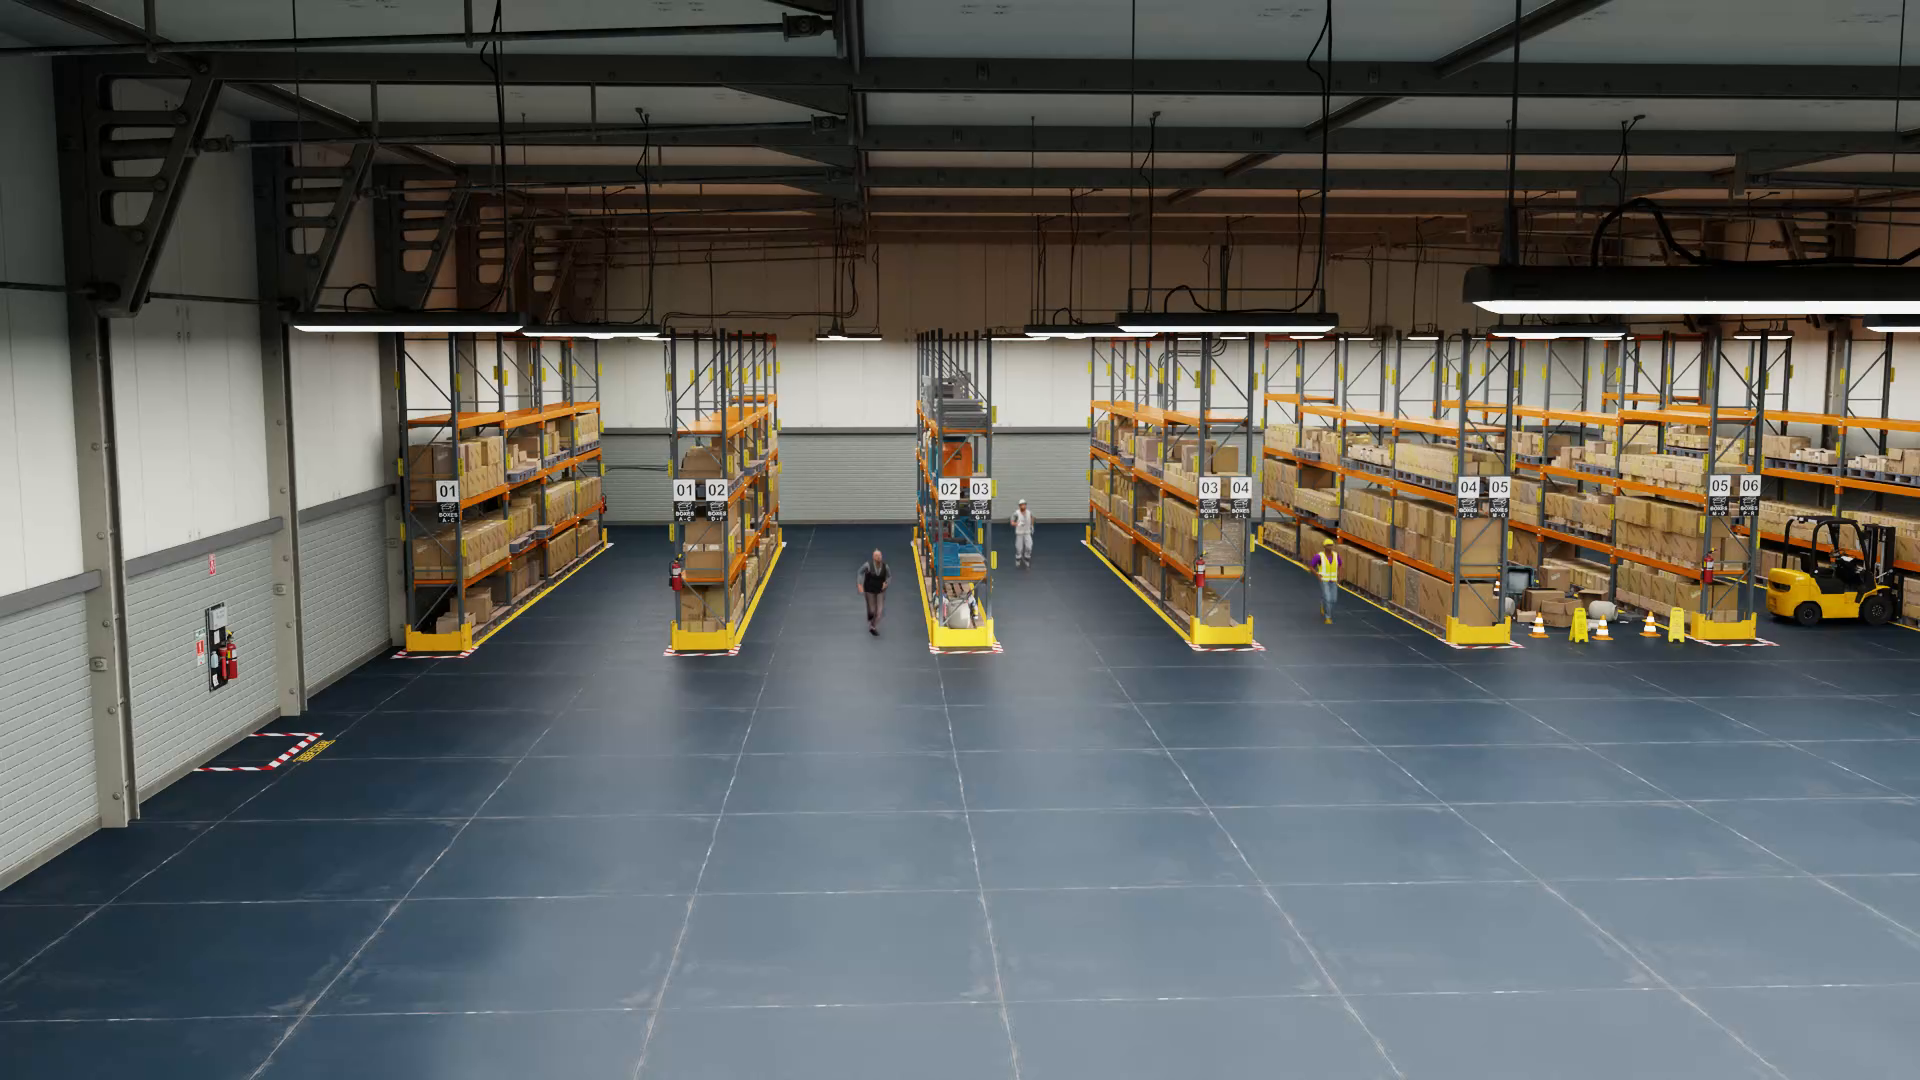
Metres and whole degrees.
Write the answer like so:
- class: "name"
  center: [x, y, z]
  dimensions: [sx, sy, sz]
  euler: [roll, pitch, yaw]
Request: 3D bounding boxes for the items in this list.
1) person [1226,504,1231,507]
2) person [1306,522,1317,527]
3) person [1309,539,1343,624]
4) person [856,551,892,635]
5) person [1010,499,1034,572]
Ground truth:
- class: "person"
  center: [7.979, -0.790, 48.439]
  dimensions: [0.594, 1.653, 0.779]
  euler: [4, 8, 33]
- class: "person"
  center: [10.622, -1.006, 49.802]
  dimensions: [0.629, 1.725, 0.663]
  euler: [-4, 8, -28]
- class: "person"
  center: [7.553, 0.836, 34.282]
  dimensions: [0.713, 1.739, 0.654]
  euler: [-2, 7, -13]
- class: "person"
  center: [-1.684, 1.043, 32.885]
  dimensions: [0.693, 1.674, 0.681]
  euler: [-2, 7, -14]
- class: "person"
  center: [1.582, -0.104, 41.943]
  dimensions: [0.664, 1.852, 0.776]
  euler: [-1, 7, -11]
